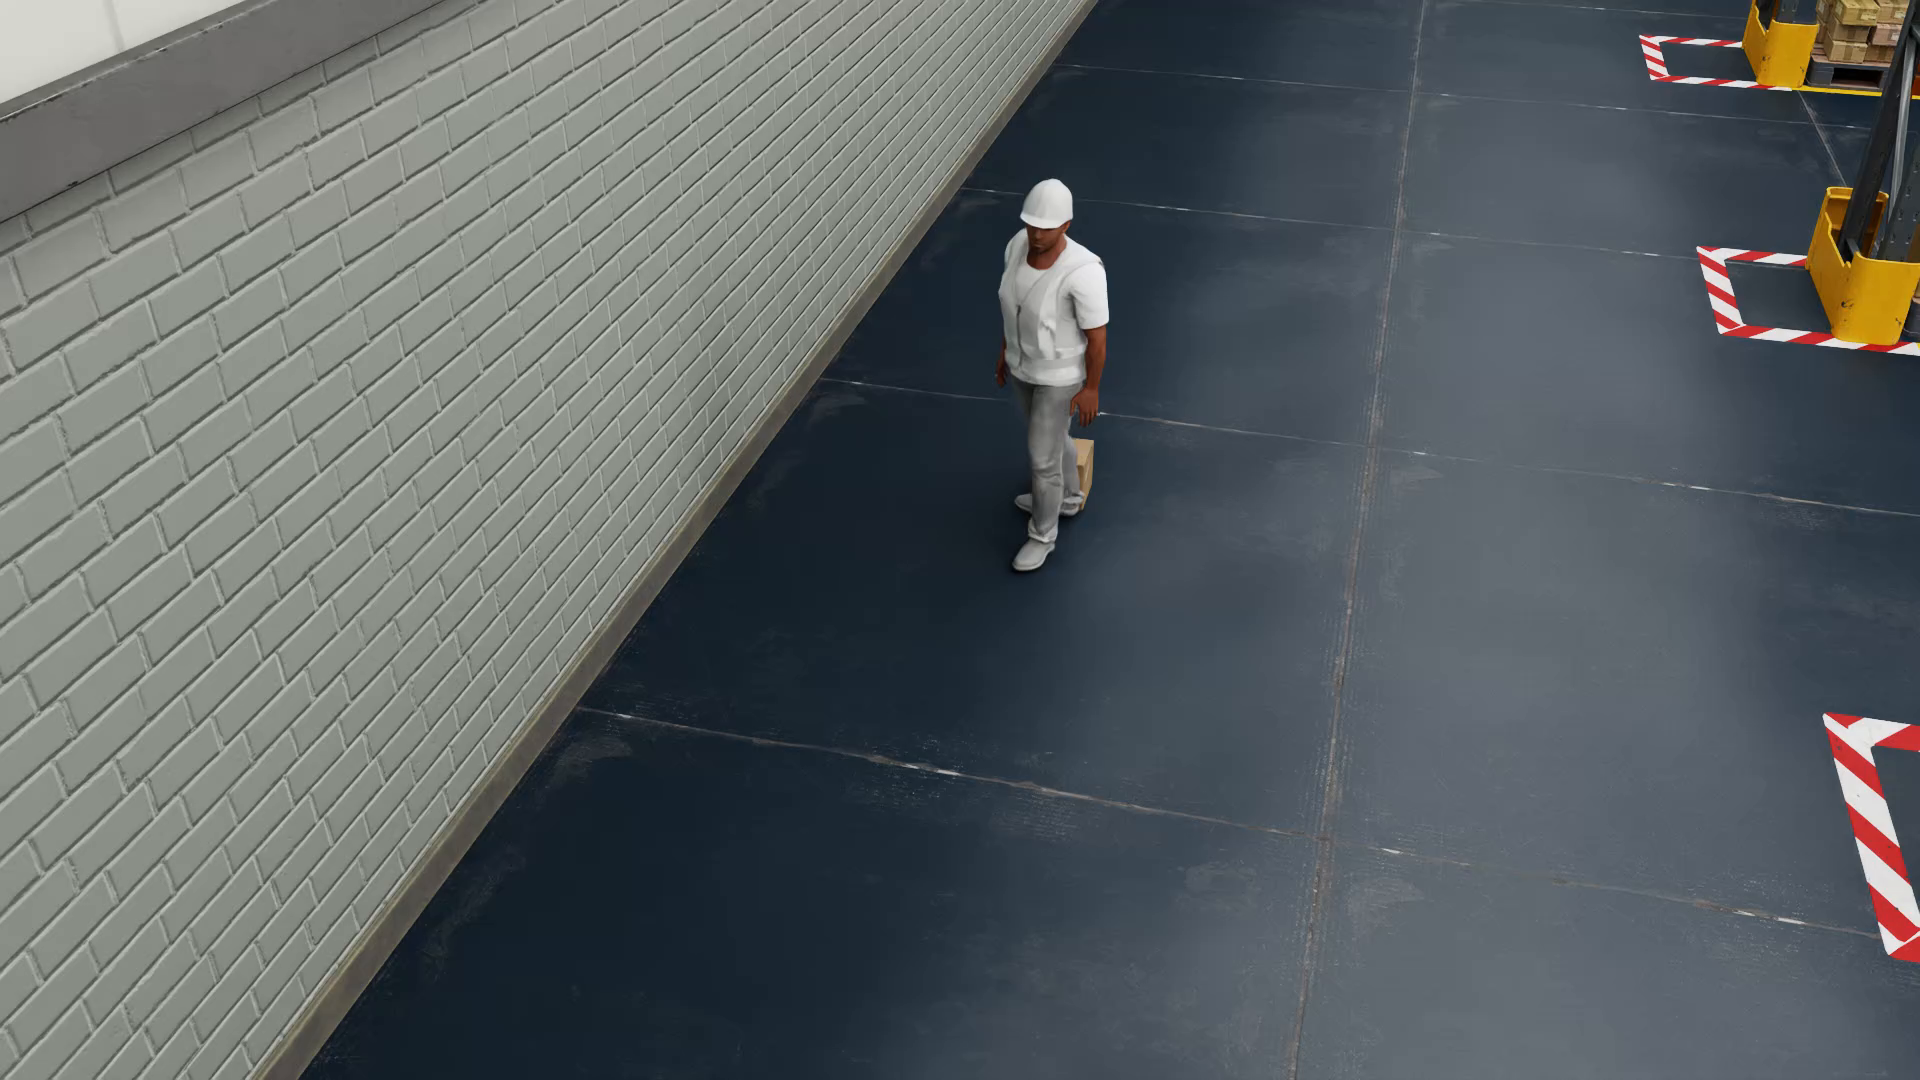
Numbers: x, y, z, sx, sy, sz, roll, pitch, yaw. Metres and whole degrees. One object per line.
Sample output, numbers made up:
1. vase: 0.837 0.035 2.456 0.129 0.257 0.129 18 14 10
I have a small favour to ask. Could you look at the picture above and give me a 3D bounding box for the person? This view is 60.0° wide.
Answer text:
1. person: 0.383 -0.745 7.284 0.569 1.760 0.589 -21 38 -30
